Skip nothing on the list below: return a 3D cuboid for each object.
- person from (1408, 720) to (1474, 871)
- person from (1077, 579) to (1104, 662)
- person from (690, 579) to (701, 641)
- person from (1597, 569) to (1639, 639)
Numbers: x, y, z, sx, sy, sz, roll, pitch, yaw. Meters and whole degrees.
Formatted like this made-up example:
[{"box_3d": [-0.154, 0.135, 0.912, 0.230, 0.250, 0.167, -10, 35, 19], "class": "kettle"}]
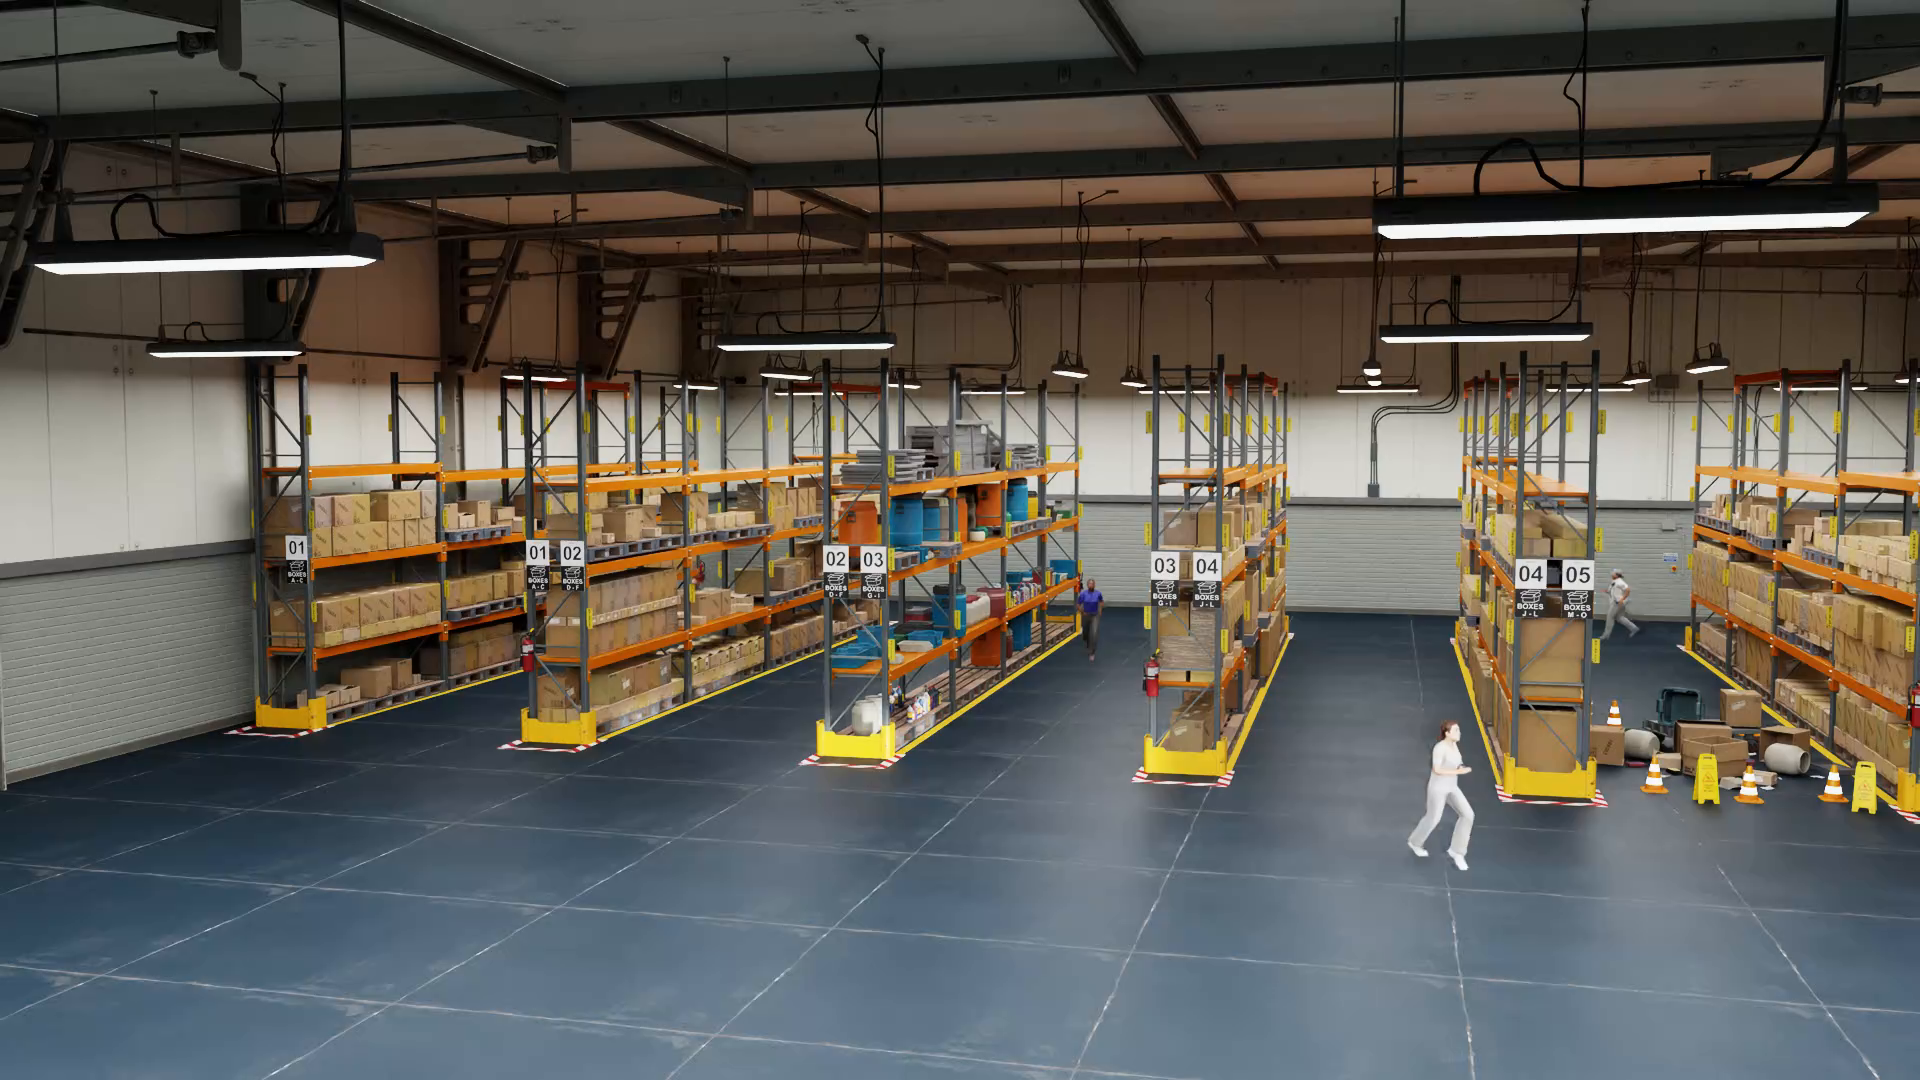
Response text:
[{"box_3d": [5.468, 2.883, 18.945, 0.586, 1.670, 0.836, -3, 5, -41], "class": "person"}, {"box_3d": [2.654, 1.653, 33.928, 0.547, 1.547, 1.062, 1, 4, 8], "class": "person"}, {"box_3d": [-5.673, 1.802, 35.294, 0.647, 1.510, 0.811, 1, 4, 8], "class": "person"}, {"box_3d": [15.300, 1.489, 38.600, 0.931, 1.655, 0.605, 1, 4, 18], "class": "person"}]
